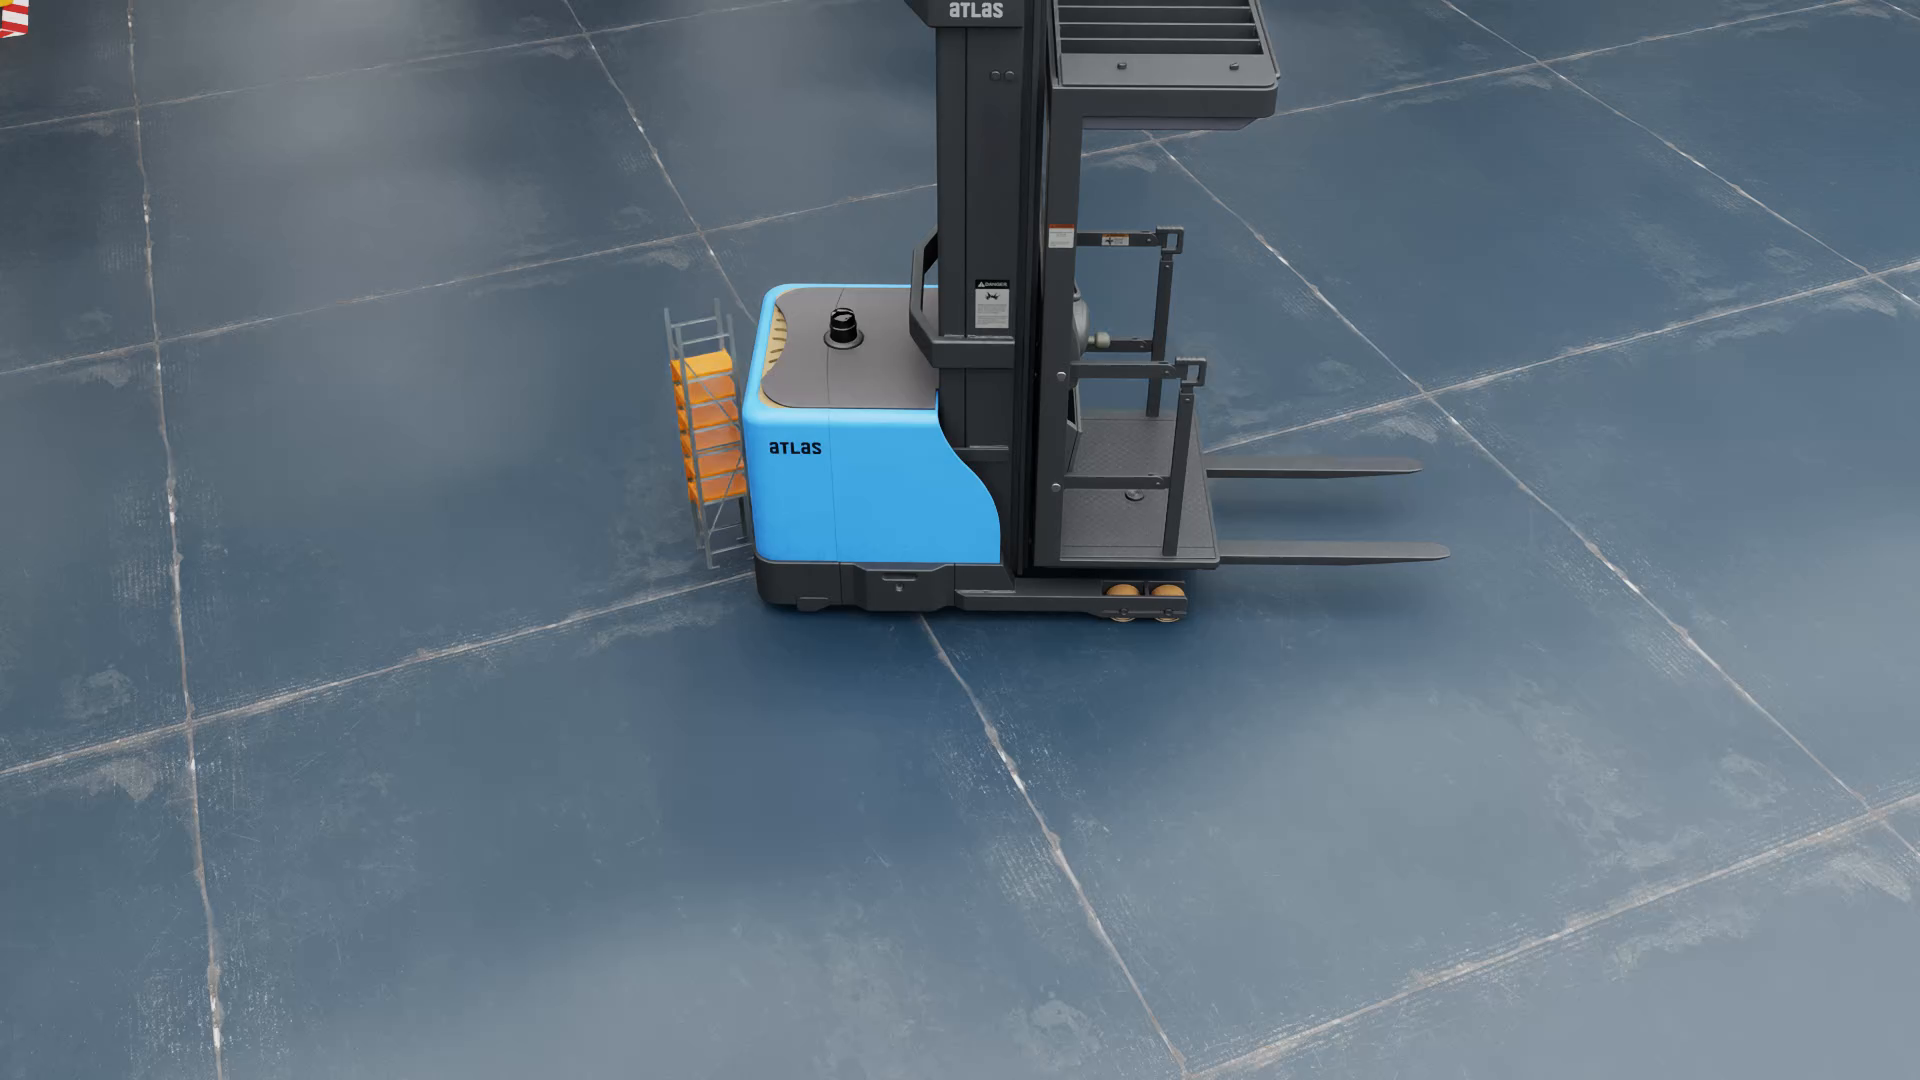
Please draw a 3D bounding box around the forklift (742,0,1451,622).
[{"bbox_3d":[0.630,-1.105,6.706,3.031,2.935,1.130,1,41,1],"label":"forklift"}]

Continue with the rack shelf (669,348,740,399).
[{"bbox_3d":[-1.086,-0.710,7.078,0.258,0.103,0.180,-15,35,-18],"label":"rack shelf"}]

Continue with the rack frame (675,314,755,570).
[{"bbox_3d":[-1.039,-0.400,7.177,0.240,1.200,0.006,-15,35,-18],"label":"rack frame"}]

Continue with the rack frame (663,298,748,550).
[{"bbox_3d":[-1.111,-0.489,7.320,0.240,1.200,0.006,-15,35,-18],"label":"rack frame"}]

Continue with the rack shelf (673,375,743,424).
[{"bbox_3d":[-1.082,-0.609,7.143,0.258,0.103,0.180,-15,35,-18],"label":"rack shelf"}]

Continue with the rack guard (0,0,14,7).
[{"bbox_3d":[-7.583,-4.091,12.043,1.175,0.500,0.348,-15,43,-17],"label":"rack guard"}]

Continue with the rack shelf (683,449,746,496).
[{"bbox_3d":[-1.070,-0.306,7.337,0.258,0.103,0.180,-15,35,-18],"label":"rack shelf"}]

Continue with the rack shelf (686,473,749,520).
[{"bbox_3d":[-1.066,-0.205,7.401,0.258,0.103,0.180,-15,35,-18],"label":"rack shelf"}]

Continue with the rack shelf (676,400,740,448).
[{"bbox_3d":[-1.078,-0.508,7.208,0.258,0.103,0.180,-15,35,-18],"label":"rack shelf"}]

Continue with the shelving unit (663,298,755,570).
[{"bbox_3d":[-1.075,-0.445,7.248,0.258,1.200,0.189,-15,35,-18],"label":"shelving unit"}]

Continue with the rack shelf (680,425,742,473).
[{"bbox_3d":[-1.074,-0.407,7.272,0.258,0.103,0.180,-15,35,-18],"label":"rack shelf"}]
